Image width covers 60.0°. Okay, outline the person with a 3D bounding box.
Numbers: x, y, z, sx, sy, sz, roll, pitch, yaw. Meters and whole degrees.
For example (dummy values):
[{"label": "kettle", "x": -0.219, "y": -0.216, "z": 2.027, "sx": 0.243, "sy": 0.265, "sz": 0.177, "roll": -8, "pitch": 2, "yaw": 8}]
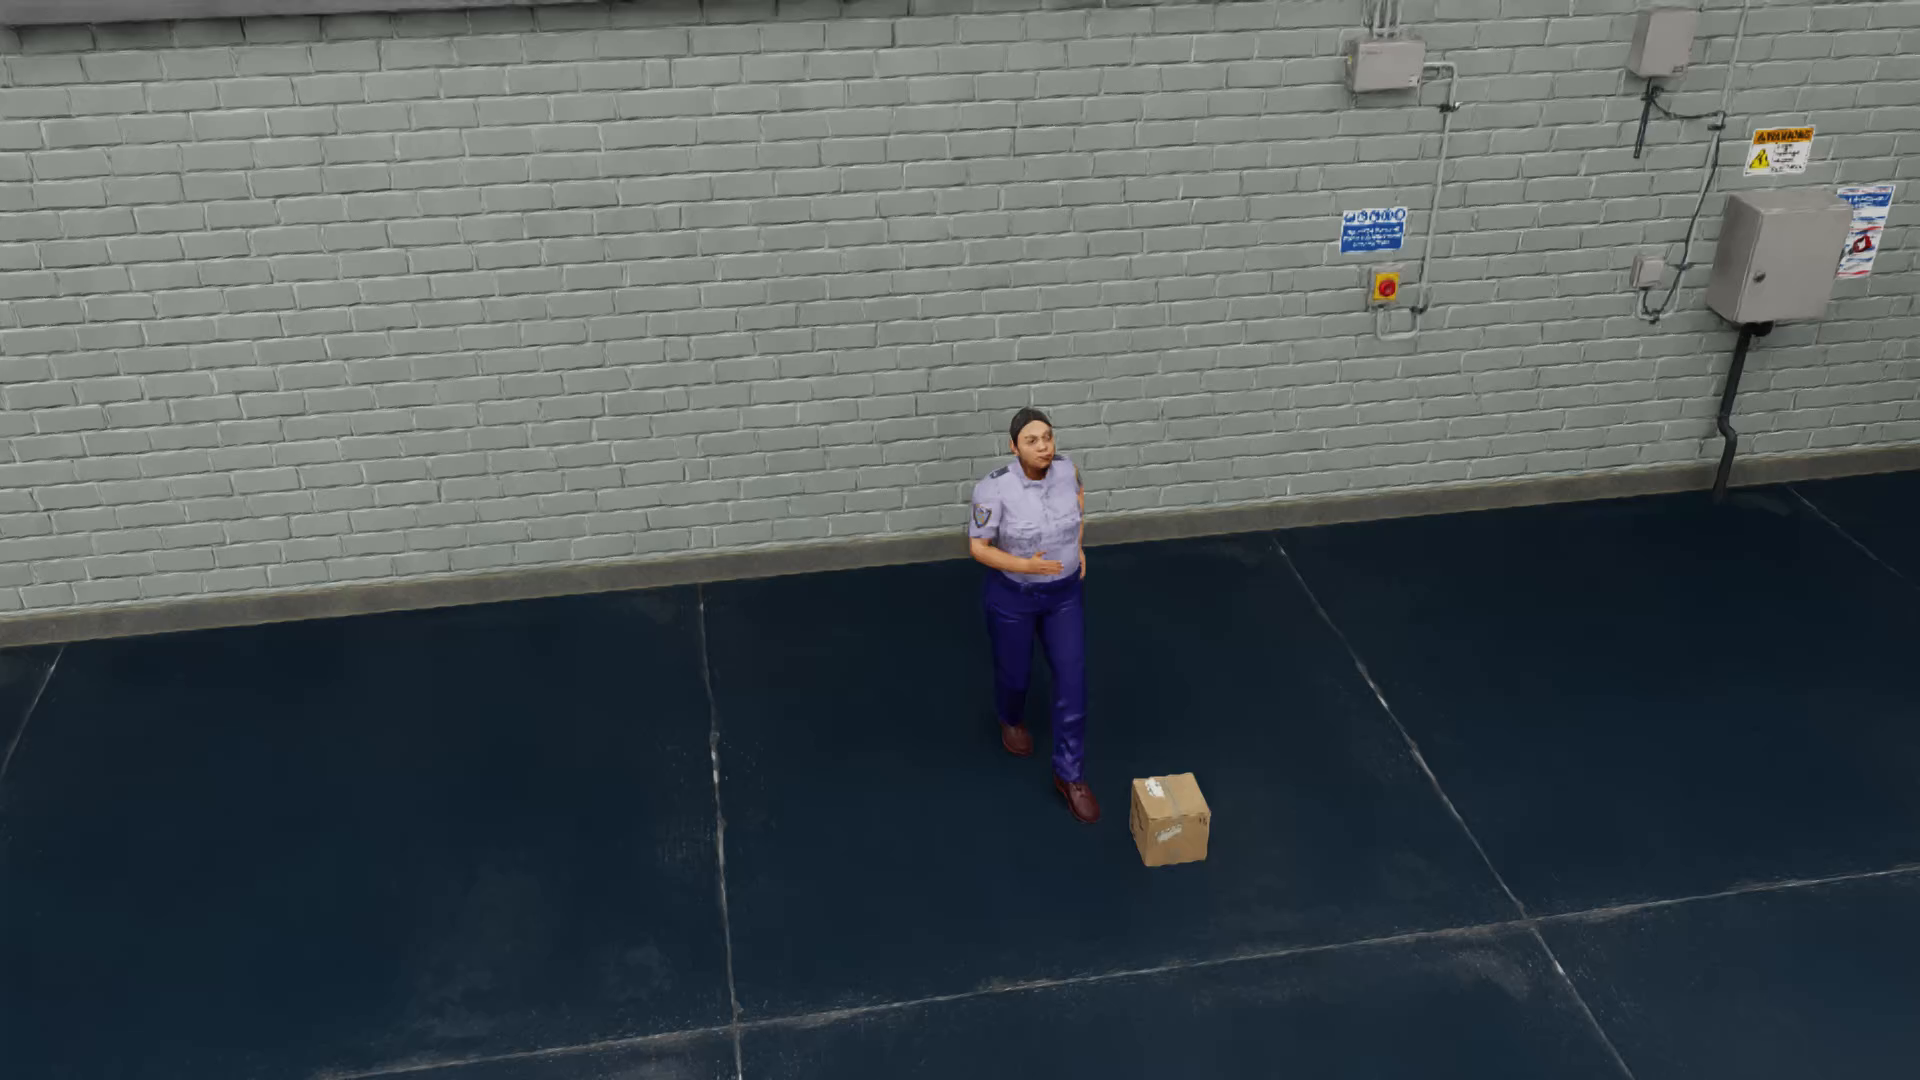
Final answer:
[{"label": "person", "x": 0.328, "y": 0.285, "z": 6.689, "sx": 0.566, "sy": 1.628, "sz": 0.804, "roll": -8, "pitch": 32, "yaw": -13}]
